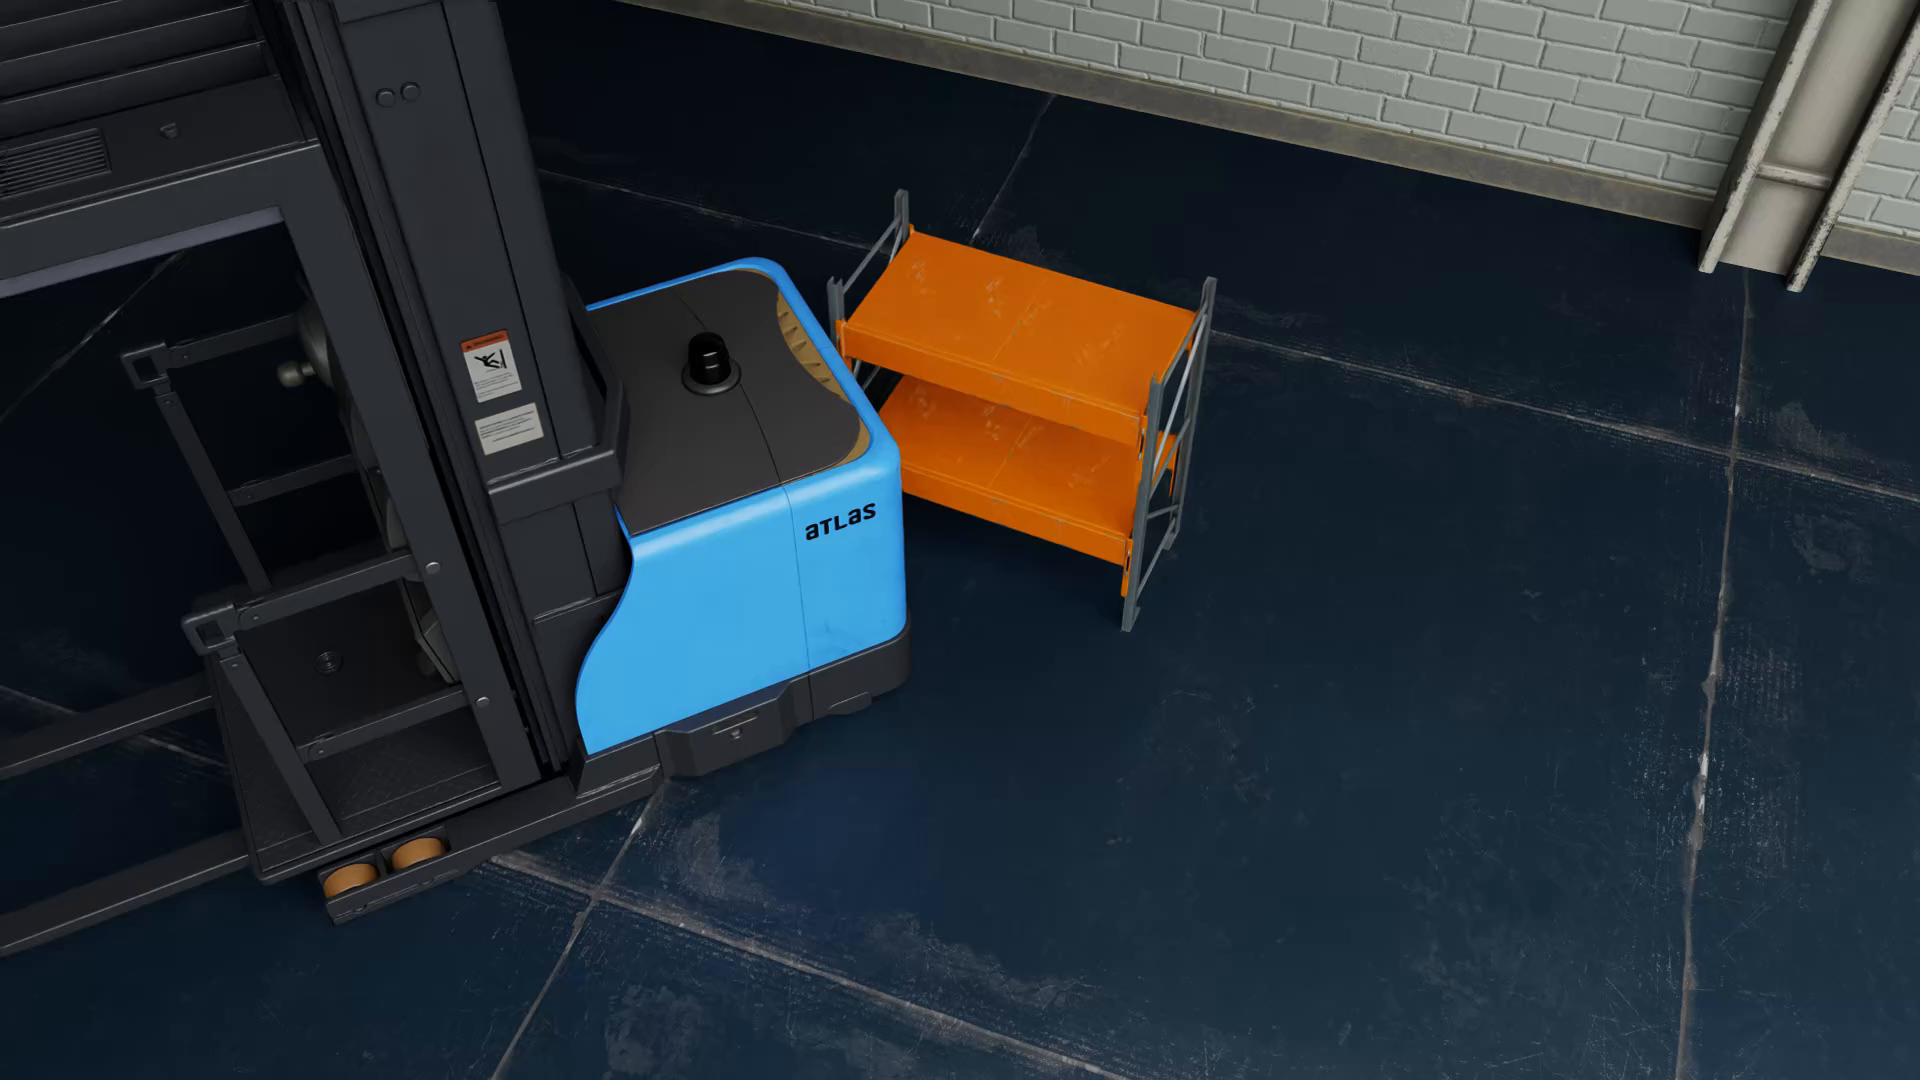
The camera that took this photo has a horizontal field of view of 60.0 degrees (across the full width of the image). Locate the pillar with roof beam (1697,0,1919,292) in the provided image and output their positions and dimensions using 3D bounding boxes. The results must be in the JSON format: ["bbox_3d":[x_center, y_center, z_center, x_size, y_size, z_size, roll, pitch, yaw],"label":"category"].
[{"bbox_3d":[1.714,-1.038,0.695,0.400,9.000,9.100,16,51,13],"label":"pillar with roof beam"}]

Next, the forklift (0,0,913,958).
[{"bbox_3d":[-1.705,-0.331,4.098,3.031,2.935,1.130,-20,52,-17],"label":"forklift"}]

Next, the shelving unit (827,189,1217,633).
[{"bbox_3d":[0.185,-0.398,5.351,1.048,1.125,0.538,19,52,16],"label":"shelving unit"}]

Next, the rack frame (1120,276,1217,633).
[{"bbox_3d":[0.648,-0.240,5.214,0.032,1.125,0.500,19,52,16],"label":"rack frame"}]

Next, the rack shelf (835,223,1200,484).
[{"bbox_3d":[0.185,-0.590,5.130,1.000,0.278,0.538,19,52,16],"label":"rack shelf"}]

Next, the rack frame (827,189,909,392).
[{"bbox_3d":[-0.279,-0.557,5.488,0.032,1.125,0.500,19,52,16],"label":"rack frame"}]

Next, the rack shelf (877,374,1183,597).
[{"bbox_3d":[0.185,-0.238,5.536,1.000,0.278,0.538,19,52,16],"label":"rack shelf"}]
